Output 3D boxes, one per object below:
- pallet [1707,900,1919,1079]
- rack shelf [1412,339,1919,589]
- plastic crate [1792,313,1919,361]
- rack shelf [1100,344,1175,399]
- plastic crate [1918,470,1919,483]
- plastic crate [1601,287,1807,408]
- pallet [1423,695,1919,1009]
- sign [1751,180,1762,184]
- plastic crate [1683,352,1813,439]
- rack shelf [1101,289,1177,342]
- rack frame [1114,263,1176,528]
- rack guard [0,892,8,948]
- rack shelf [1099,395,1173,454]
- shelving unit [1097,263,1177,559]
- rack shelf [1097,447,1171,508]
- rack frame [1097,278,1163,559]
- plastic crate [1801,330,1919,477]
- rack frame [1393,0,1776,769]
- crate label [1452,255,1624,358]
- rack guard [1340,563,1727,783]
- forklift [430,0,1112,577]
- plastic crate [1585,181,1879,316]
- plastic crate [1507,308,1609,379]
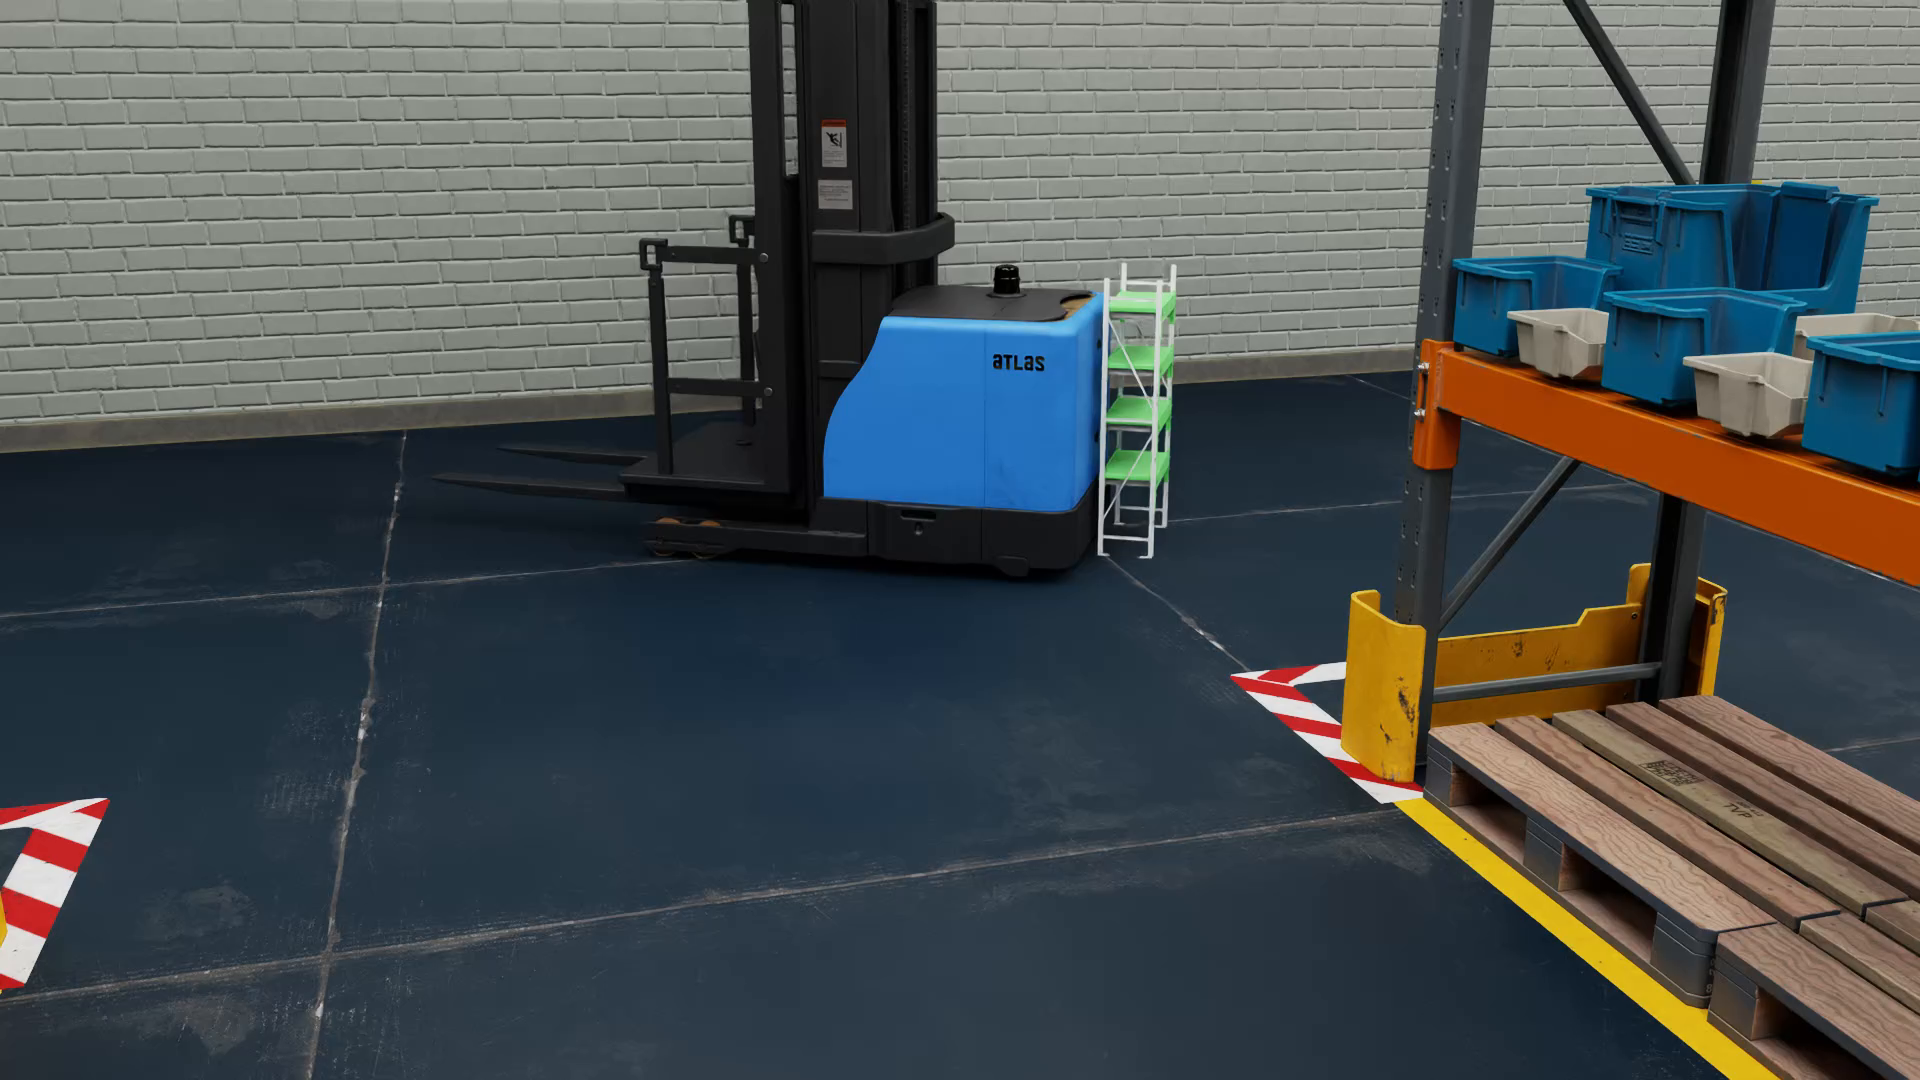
[{"bbox_3d":[2.341,1.117,3.367,1.003,0.211,1.213,-5,17,-15],"label":"pallet"},{"bbox_3d":[2.369,0.111,3.119,1.077,0.370,4.000,-5,17,-15],"label":"rack shelf"},{"bbox_3d":[2.218,-0.478,4.183,0.396,0.136,0.243,-5,17,-15],"label":"plastic crate"},{"bbox_3d":[0.774,-0.739,7.216,0.258,0.148,0.480,4,17,13],"label":"rack shelf"},{"bbox_3d":[2.015,-0.194,3.069,0.416,0.233,0.300,-5,17,-15],"label":"plastic crate"},{"bbox_3d":[1.752,-0.459,3.952,0.416,0.233,0.300,-5,17,-15],"label":"plastic crate"},{"bbox_3d":[2.009,0.780,4.488,1.003,0.211,1.213,-5,17,-15],"label":"pallet"},{"bbox_3d":[2.344,-0.913,4.993,0.100,0.325,0.005,-5,17,-15],"label":"sign"},{"bbox_3d":[1.766,-0.312,3.630,0.250,0.136,0.298,-5,17,-15],"label":"plastic crate"},{"bbox_3d":[0.774,-0.969,7.147,0.258,0.148,0.480,4,17,13],"label":"rack shelf"},{"bbox_3d":[0.832,-0.639,7.493,0.240,1.200,0.015,4,17,13],"label":"rack frame"},{"bbox_3d":[-2.923,0.822,3.846,1.175,0.500,0.348,-5,17,-15],"label":"rack guard"},{"bbox_3d":[0.774,-0.509,7.285,0.258,0.148,0.480,4,17,13],"label":"rack shelf"},{"bbox_3d":[0.774,-0.571,7.266,0.258,1.200,0.503,4,17,13],"label":"shelving unit"},{"bbox_3d":[0.774,-0.280,7.354,0.258,0.148,0.480,4,17,13],"label":"rack shelf"},{"bbox_3d":[0.716,-0.502,7.039,0.240,1.200,0.015,4,17,13],"label":"rack frame"},{"bbox_3d":[1.933,-0.277,3.346,0.416,0.233,0.300,-5,17,-15],"label":"plastic crate"},{"bbox_3d":[1.820,-0.787,4.857,1.000,3.000,0.127,-5,17,-15],"label":"rack frame"},{"bbox_3d":[1.571,-0.641,4.558,0.416,0.233,0.303,-5,17,-15],"label":"crate label"},{"bbox_3d":[1.801,0.405,5.235,1.175,0.500,0.348,-5,17,-15],"label":"rack guard"},{"bbox_3d":[-0.884,-1.460,7.219,3.031,2.935,1.130,4,17,14],"label":"forklift"},{"bbox_3d":[2.091,-0.754,4.584,0.616,0.435,0.499,-5,17,-15],"label":"plastic crate"},{"bbox_3d":[1.579,-0.499,4.255,0.250,0.136,0.298,-5,17,-15],"label":"plastic crate"}]
